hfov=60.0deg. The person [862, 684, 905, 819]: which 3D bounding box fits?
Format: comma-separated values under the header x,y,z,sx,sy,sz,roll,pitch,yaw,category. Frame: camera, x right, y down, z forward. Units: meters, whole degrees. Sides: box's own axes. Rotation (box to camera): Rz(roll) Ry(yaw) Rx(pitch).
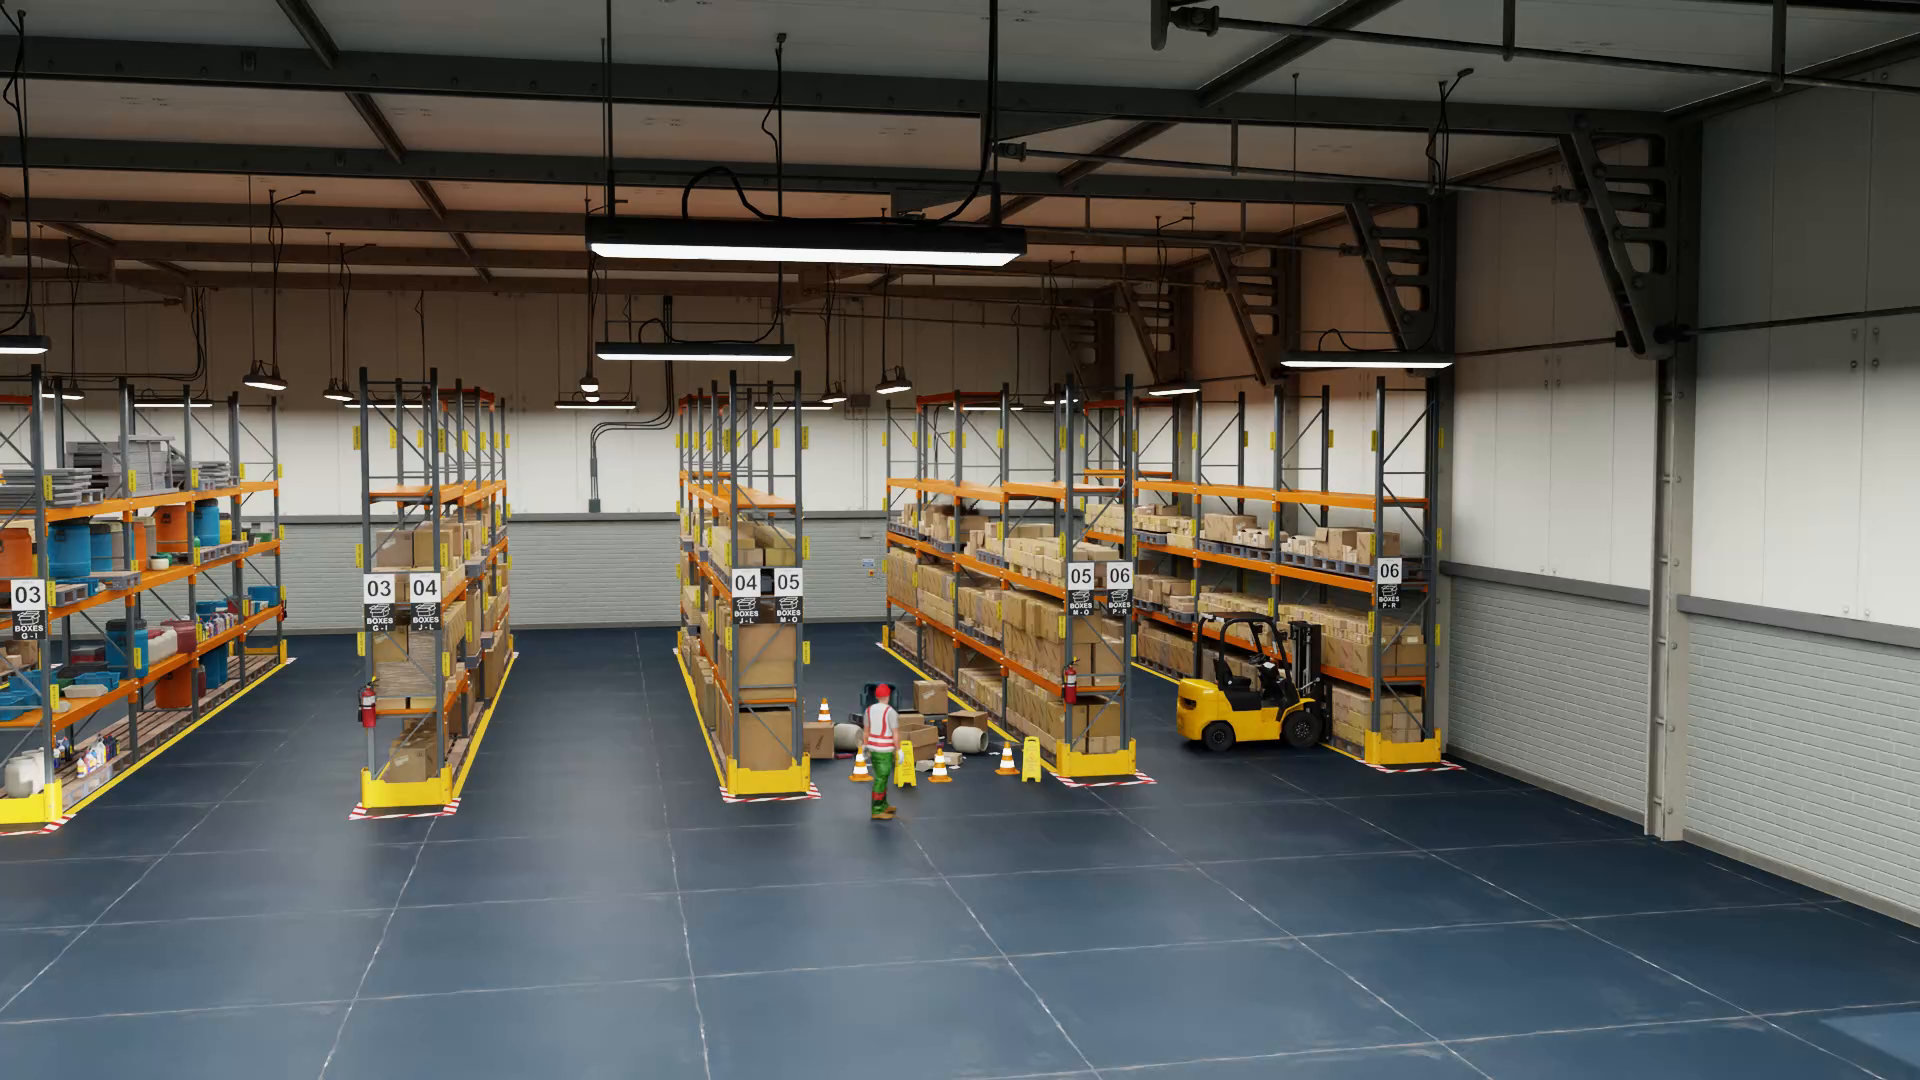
x,y,z,sx,sy,sz,roll,pitch,yaw,category
-0.963,2.792,22.146,0.557,1.786,0.602,-2,4,-36,person
